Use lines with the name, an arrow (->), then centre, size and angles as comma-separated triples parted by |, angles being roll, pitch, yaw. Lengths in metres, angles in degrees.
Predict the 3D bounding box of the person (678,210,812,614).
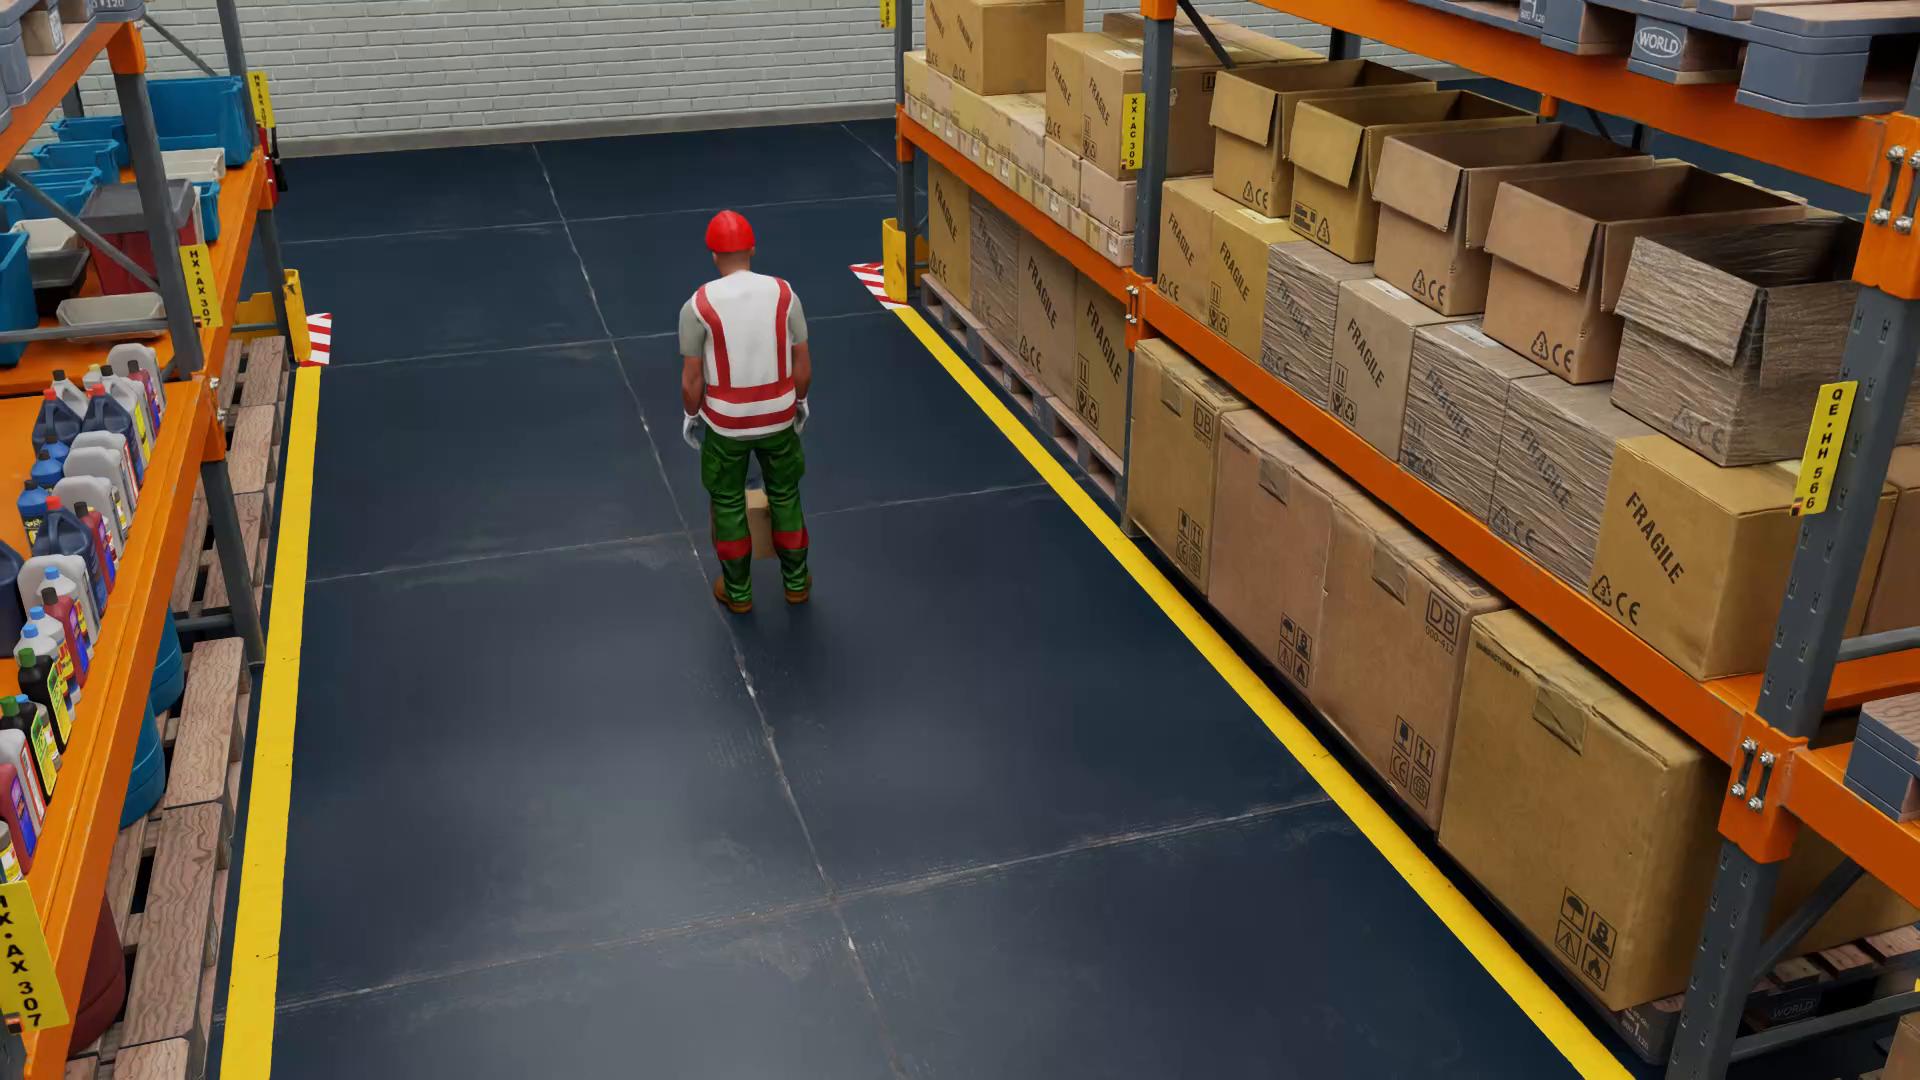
person -> -0.913, -0.530, 7.177 | 0.568, 1.781, 0.435 | -9, 28, -18
